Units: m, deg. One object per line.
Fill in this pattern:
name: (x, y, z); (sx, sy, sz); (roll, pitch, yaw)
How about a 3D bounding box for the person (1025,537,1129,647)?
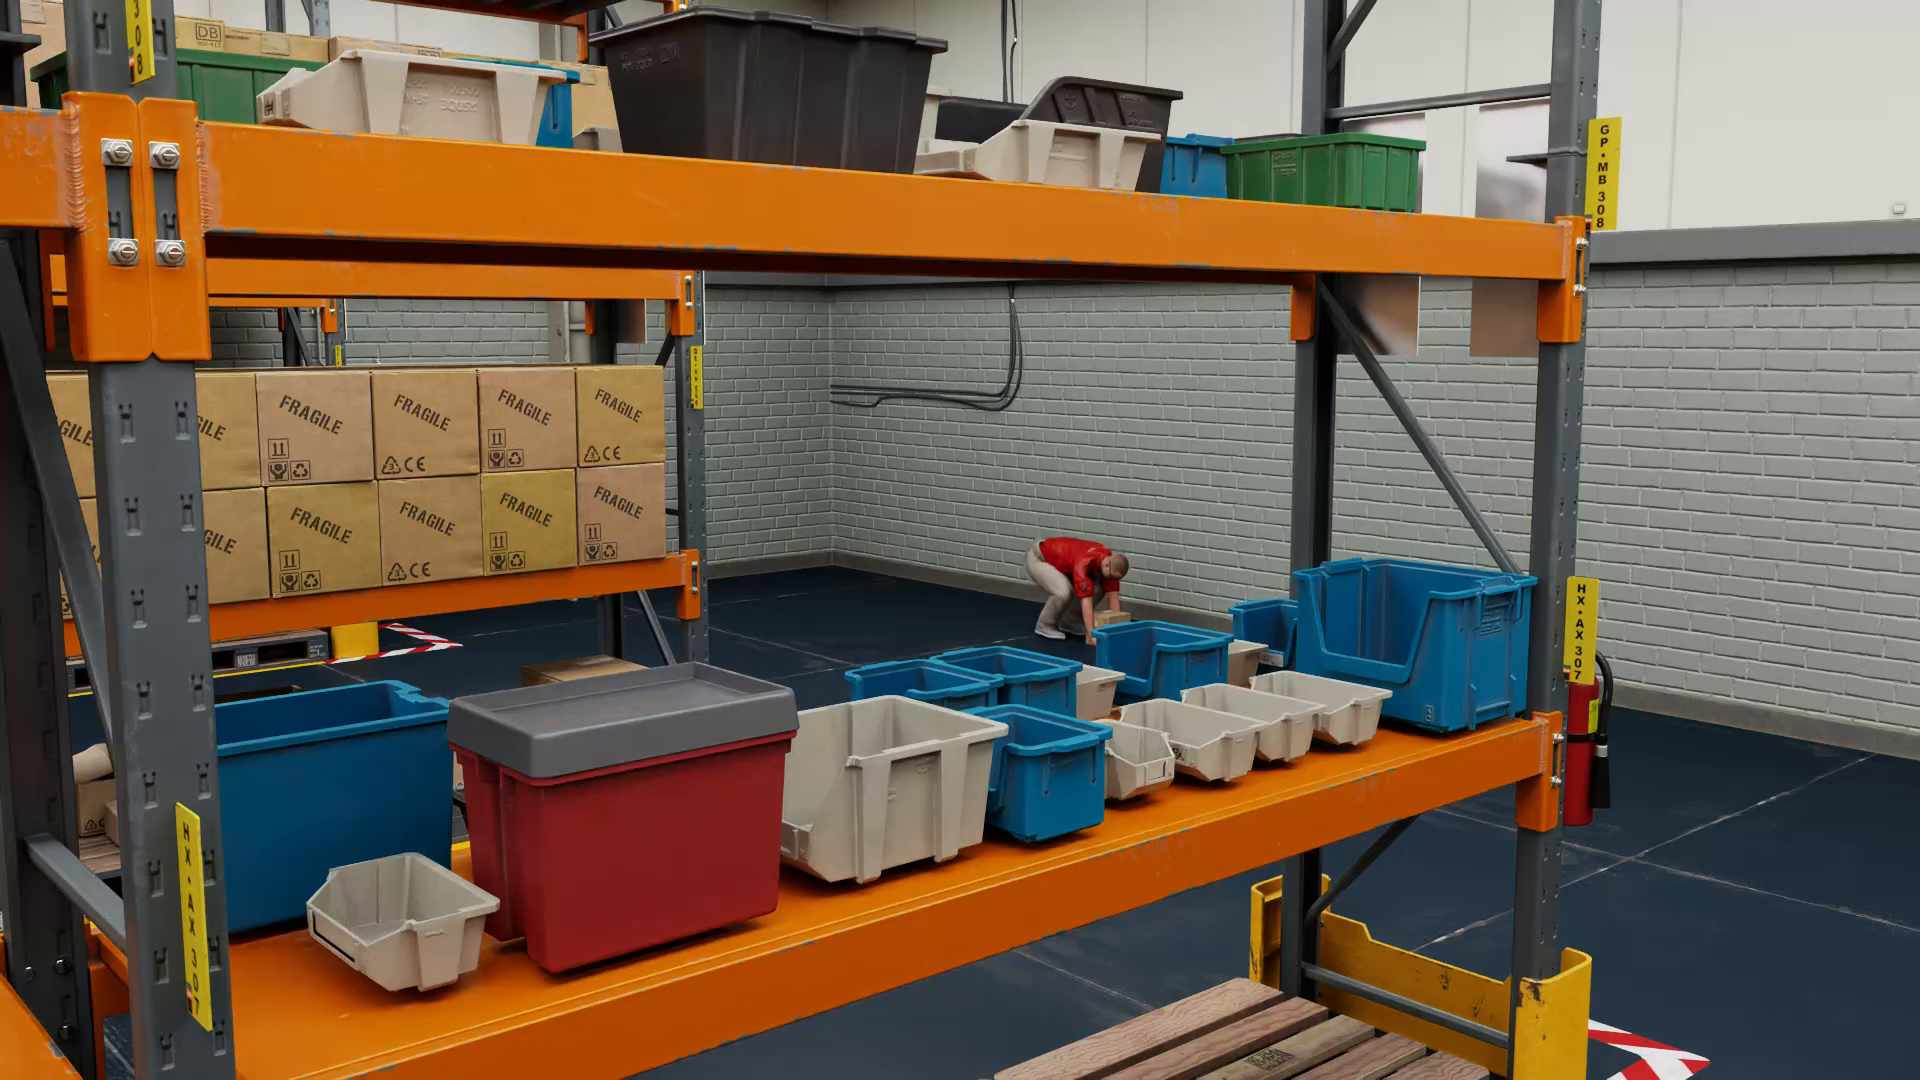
person: (0.962, 0.400, 13.381); (0.540, 0.836, 0.957); (-7, 10, -43)
